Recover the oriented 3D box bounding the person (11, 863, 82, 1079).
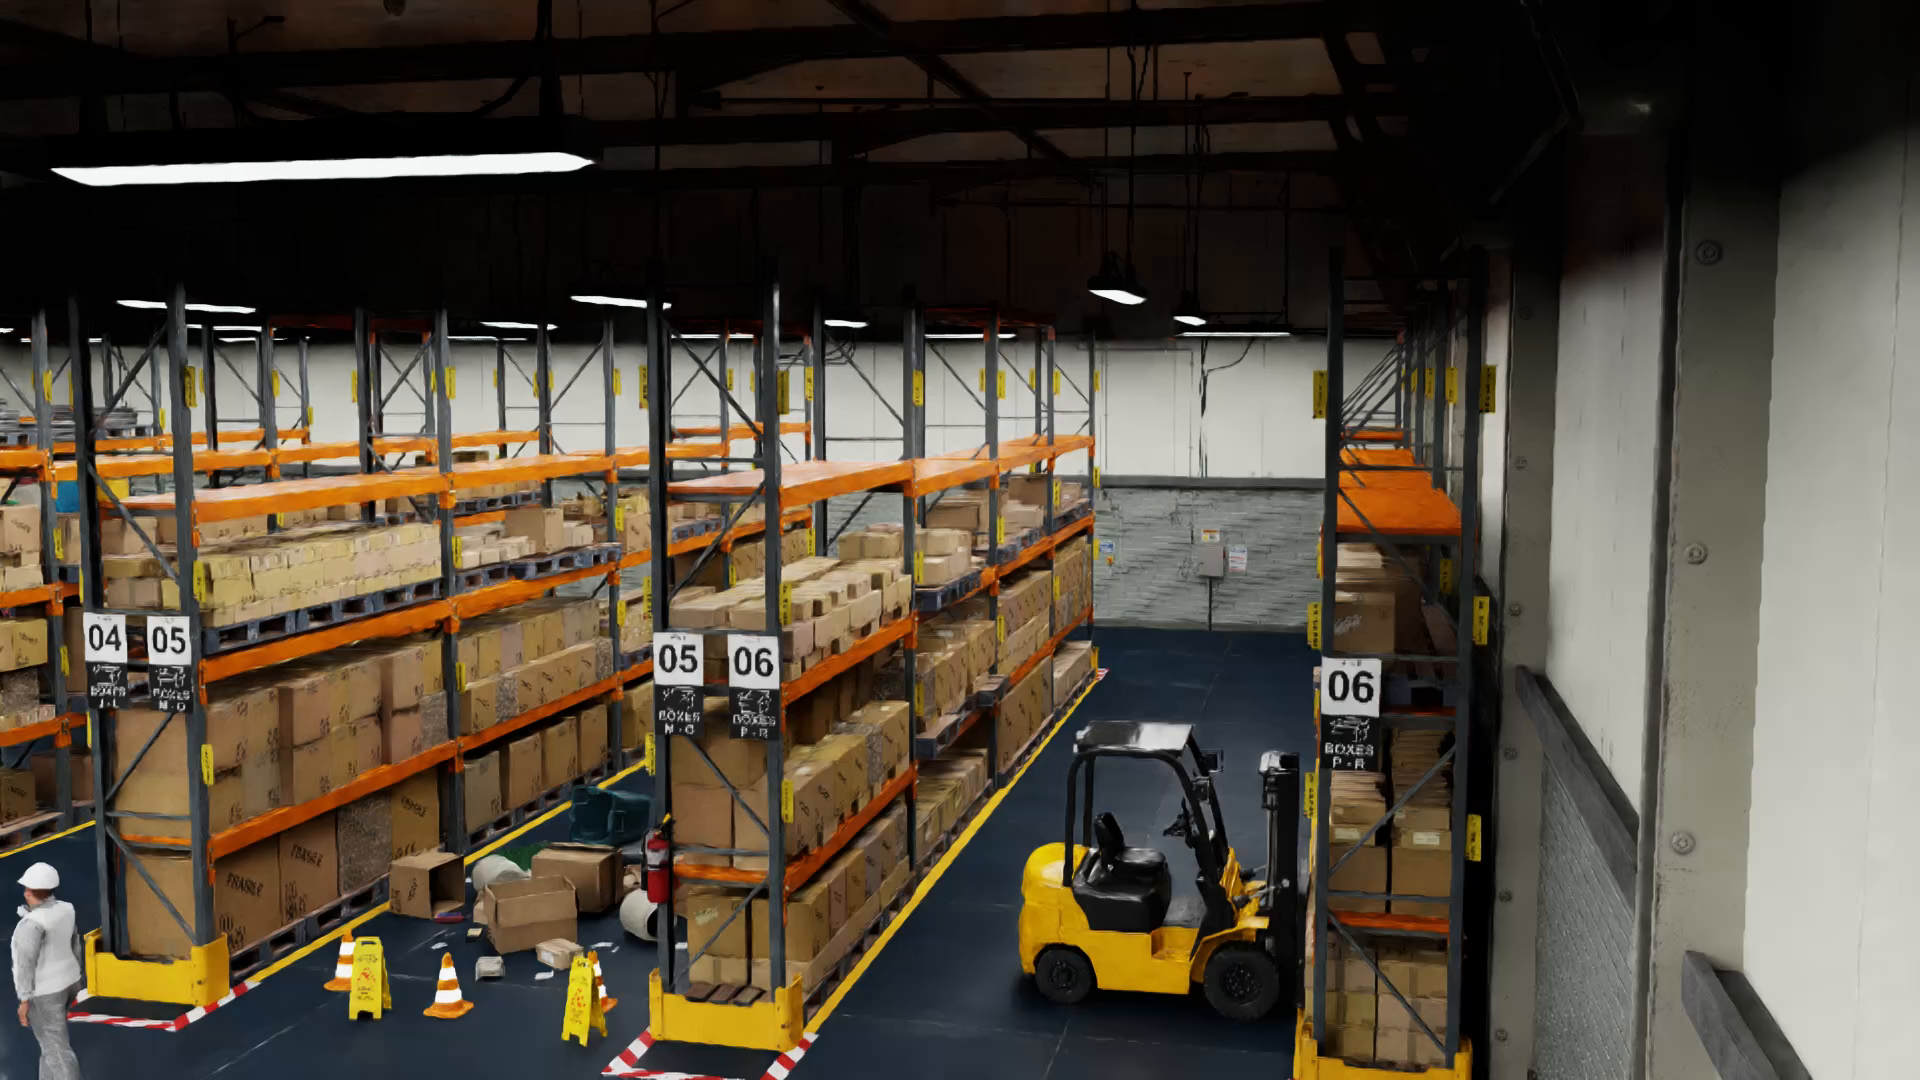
[{"bbox_3d":[-6.375,3.118,11.580,0.619,1.773,0.642,0,6,0],"label":"person"}]
